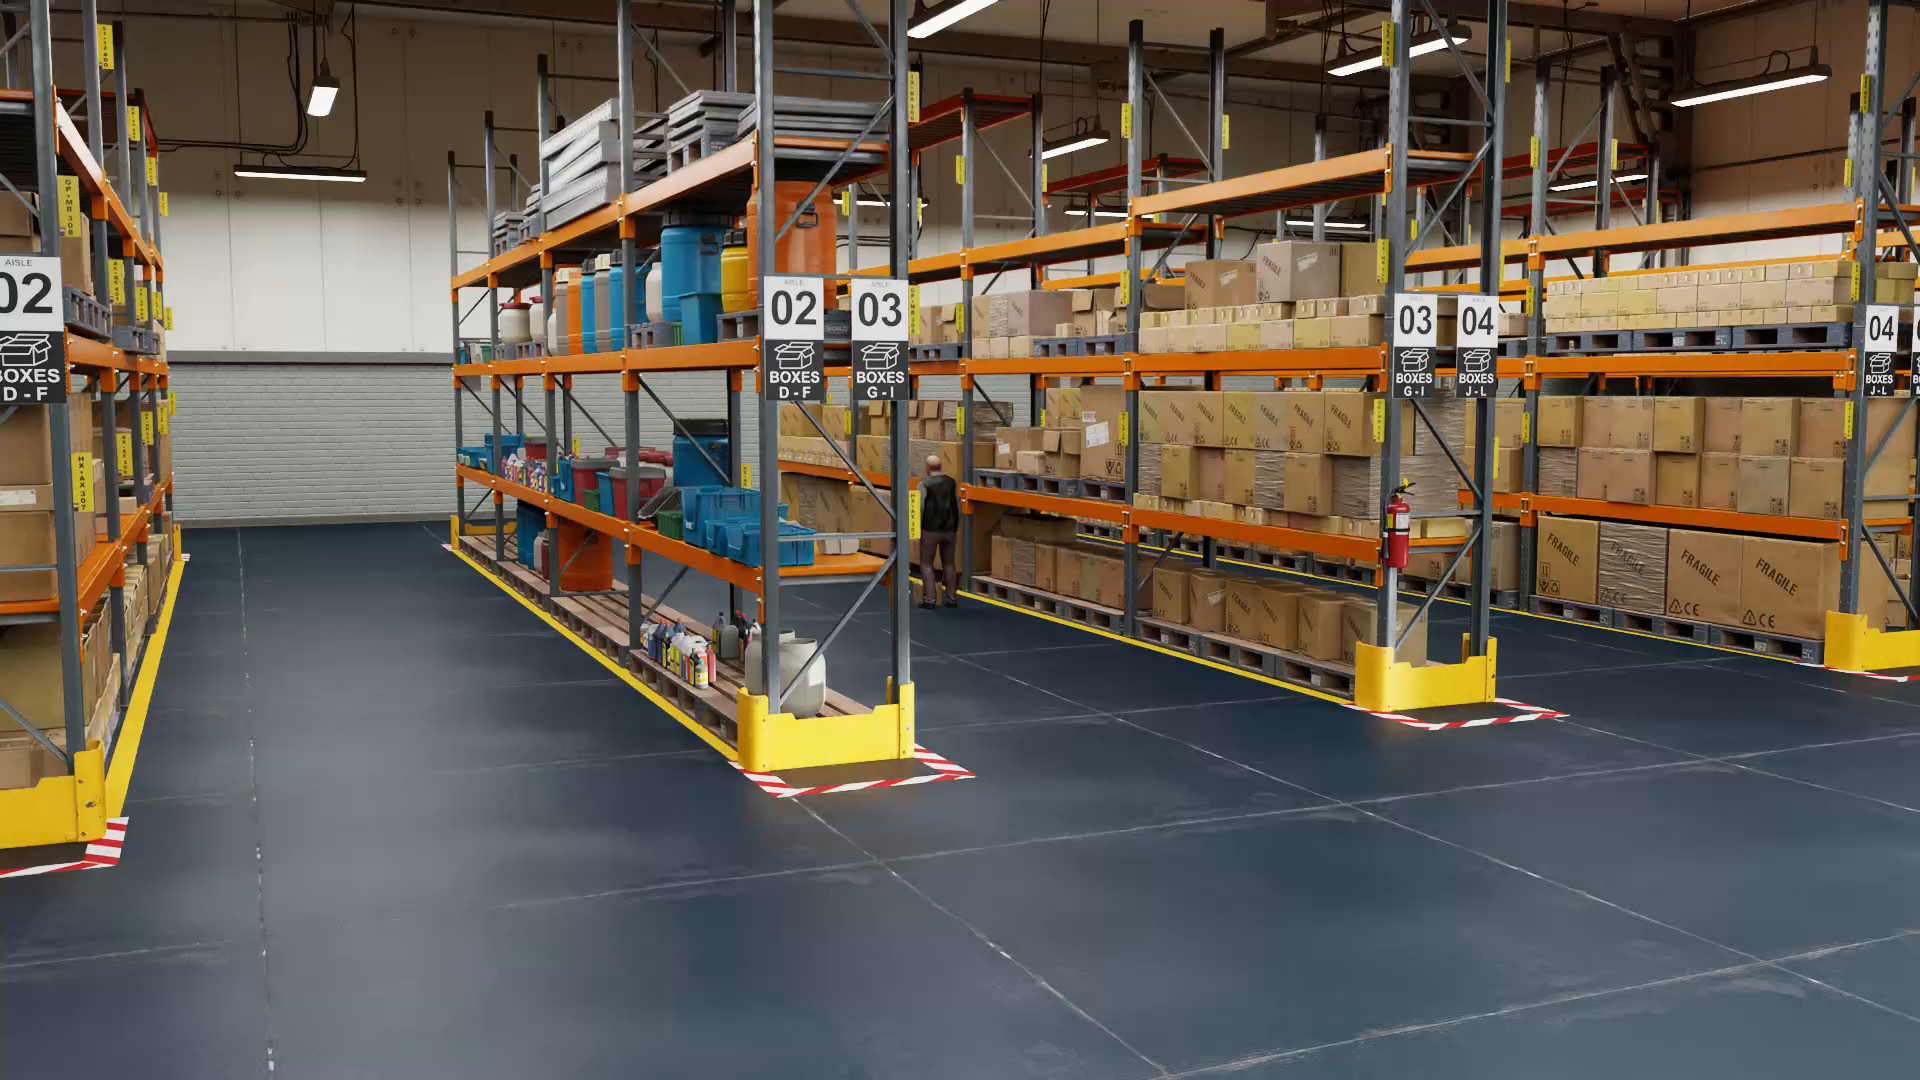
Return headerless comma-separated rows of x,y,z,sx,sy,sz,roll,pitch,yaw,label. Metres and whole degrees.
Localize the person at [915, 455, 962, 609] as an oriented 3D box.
-0.249,-0.089,18.695,0.578,1.719,0.425,-3,6,-26,person
